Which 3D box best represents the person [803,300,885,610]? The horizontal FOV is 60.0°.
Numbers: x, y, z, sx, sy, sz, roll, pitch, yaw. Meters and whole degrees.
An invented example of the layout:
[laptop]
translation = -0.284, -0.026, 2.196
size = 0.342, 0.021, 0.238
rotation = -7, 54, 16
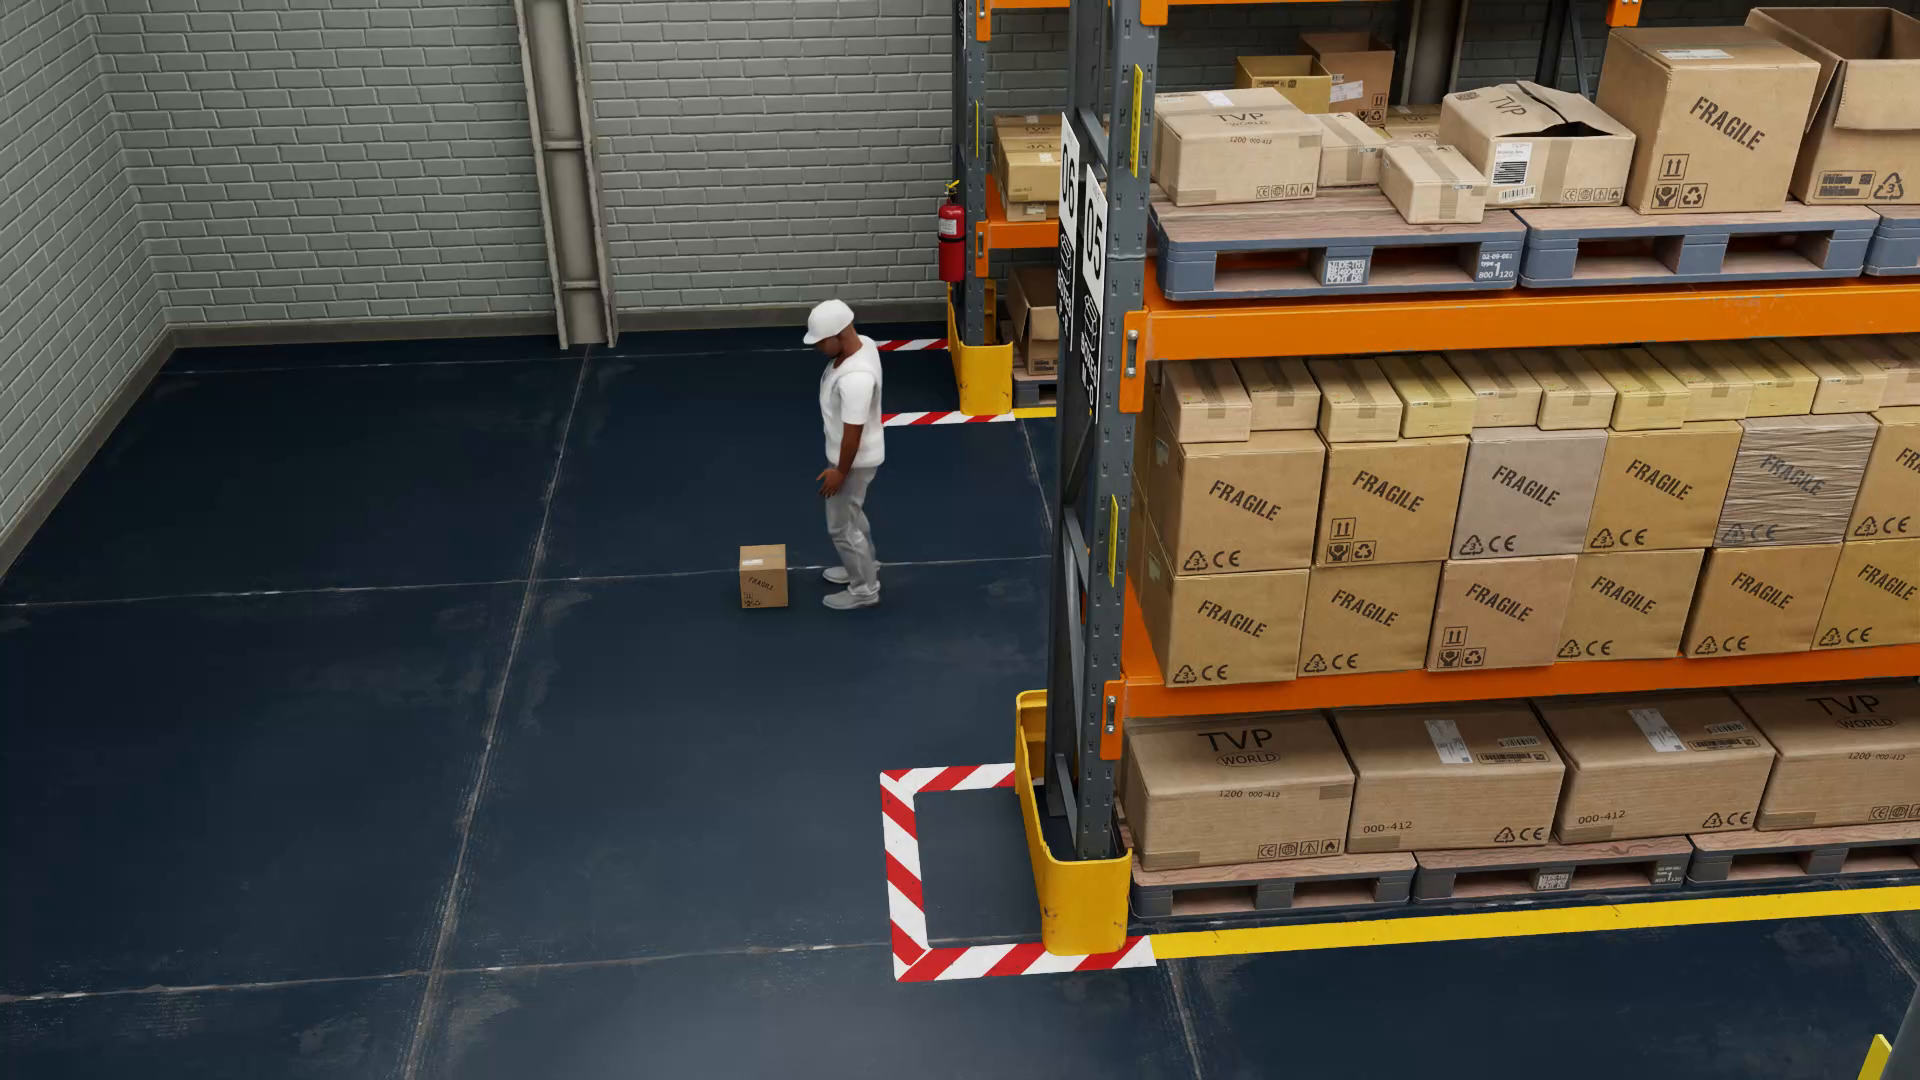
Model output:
[person]
translation = -0.597, -0.451, 8.792
size = 0.396, 1.747, 0.578
rotation = -2, 31, -3
